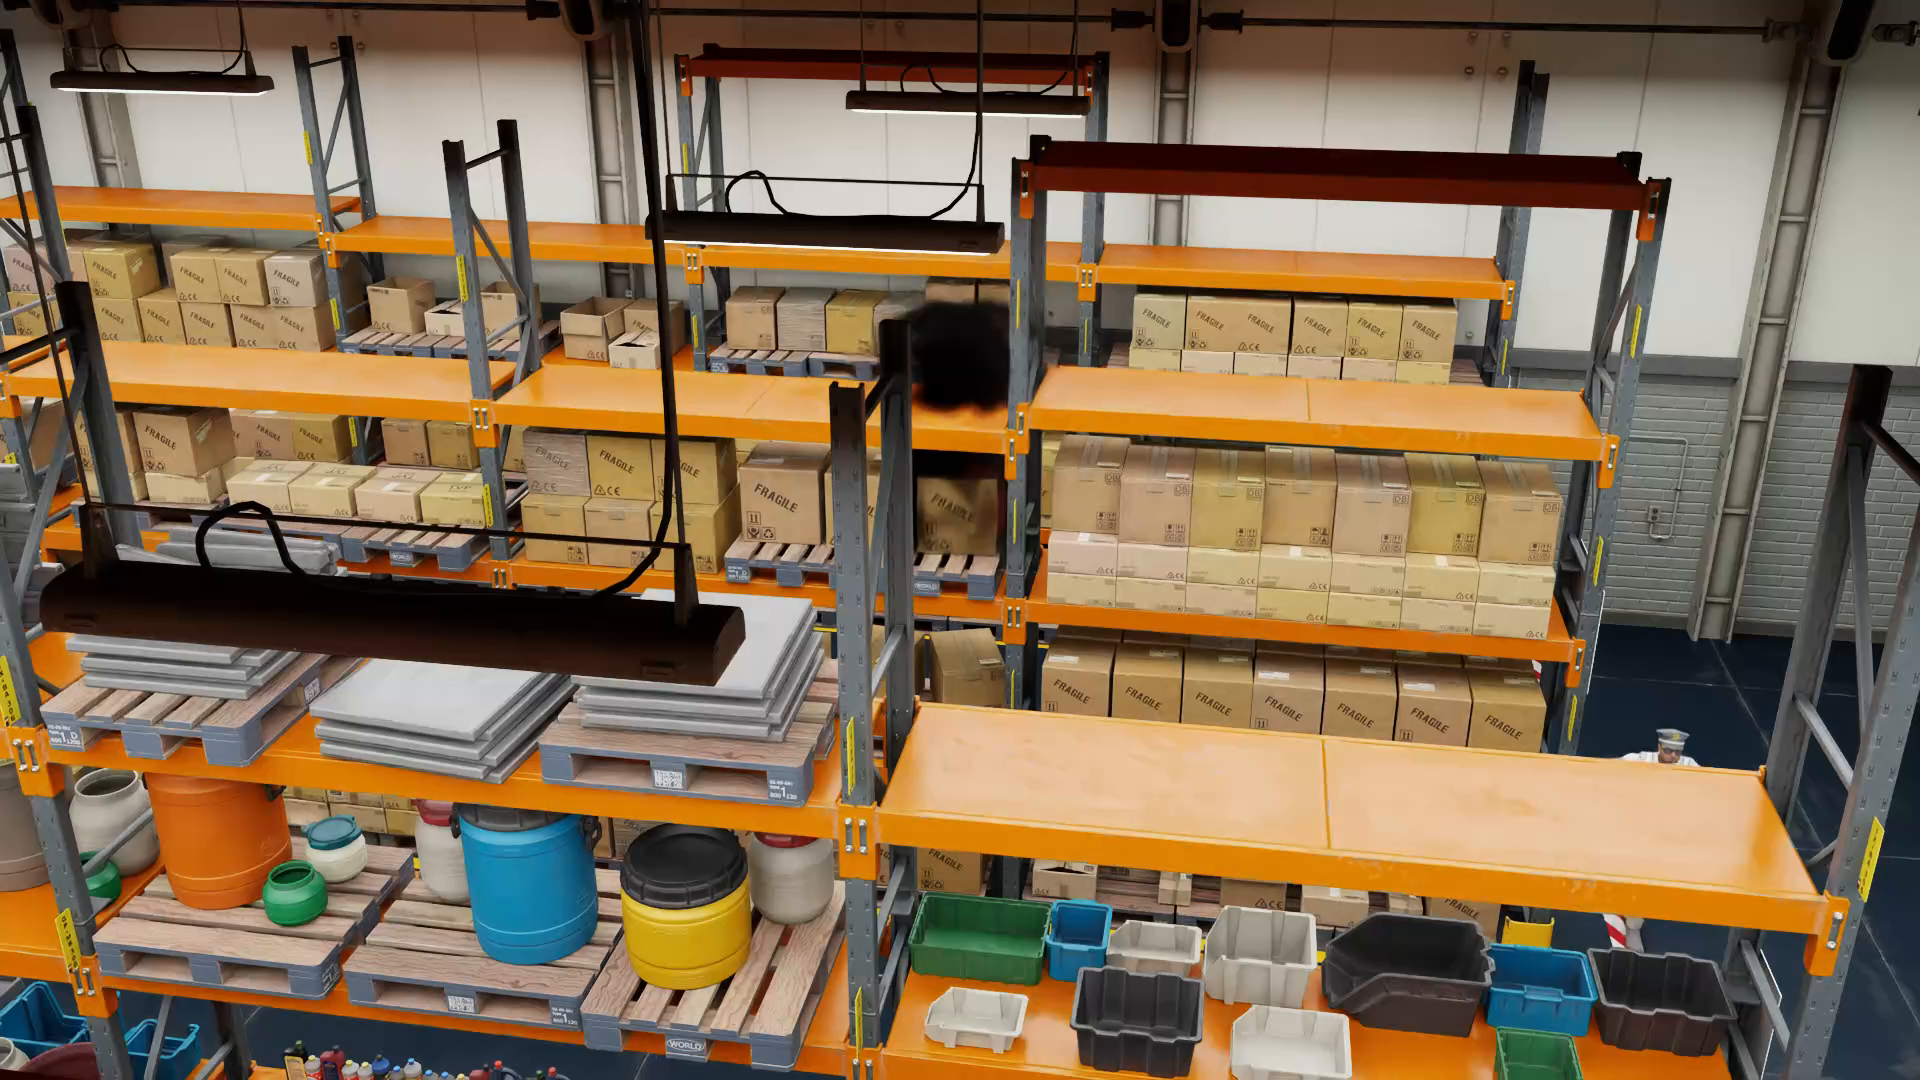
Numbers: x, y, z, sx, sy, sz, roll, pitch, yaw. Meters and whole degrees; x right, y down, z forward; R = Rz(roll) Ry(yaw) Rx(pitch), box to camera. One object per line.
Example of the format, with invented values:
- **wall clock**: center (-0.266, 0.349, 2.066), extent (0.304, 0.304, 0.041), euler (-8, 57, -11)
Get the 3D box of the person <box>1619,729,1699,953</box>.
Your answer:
- **person**: center (5.361, 2.222, 12.885), extent (0.661, 1.809, 0.927), euler (3, 23, 6)
